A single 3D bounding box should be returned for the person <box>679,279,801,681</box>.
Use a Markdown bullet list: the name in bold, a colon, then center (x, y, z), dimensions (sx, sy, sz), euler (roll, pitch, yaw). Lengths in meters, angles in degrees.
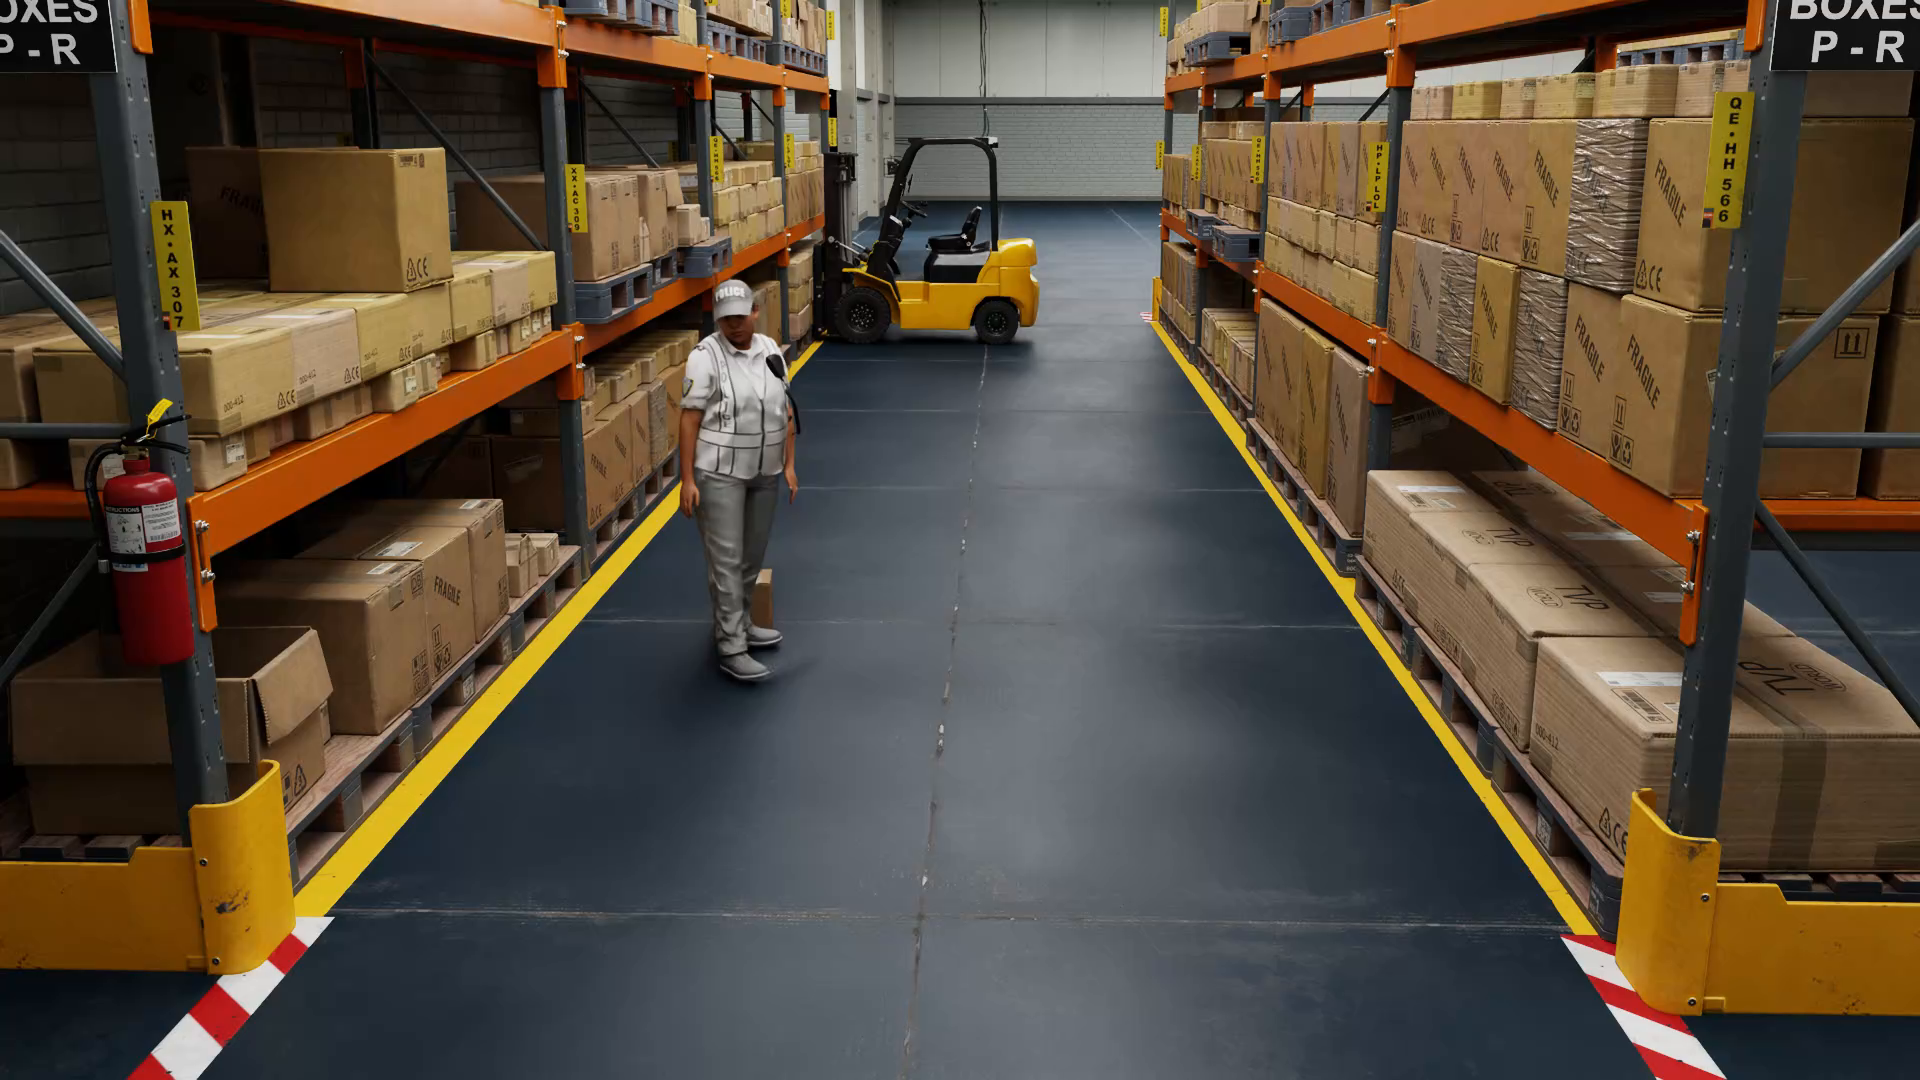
- **person**: center (-0.926, -0.276, 7.029), dimensions (0.624, 1.646, 0.559), euler (14, 19, 43)
